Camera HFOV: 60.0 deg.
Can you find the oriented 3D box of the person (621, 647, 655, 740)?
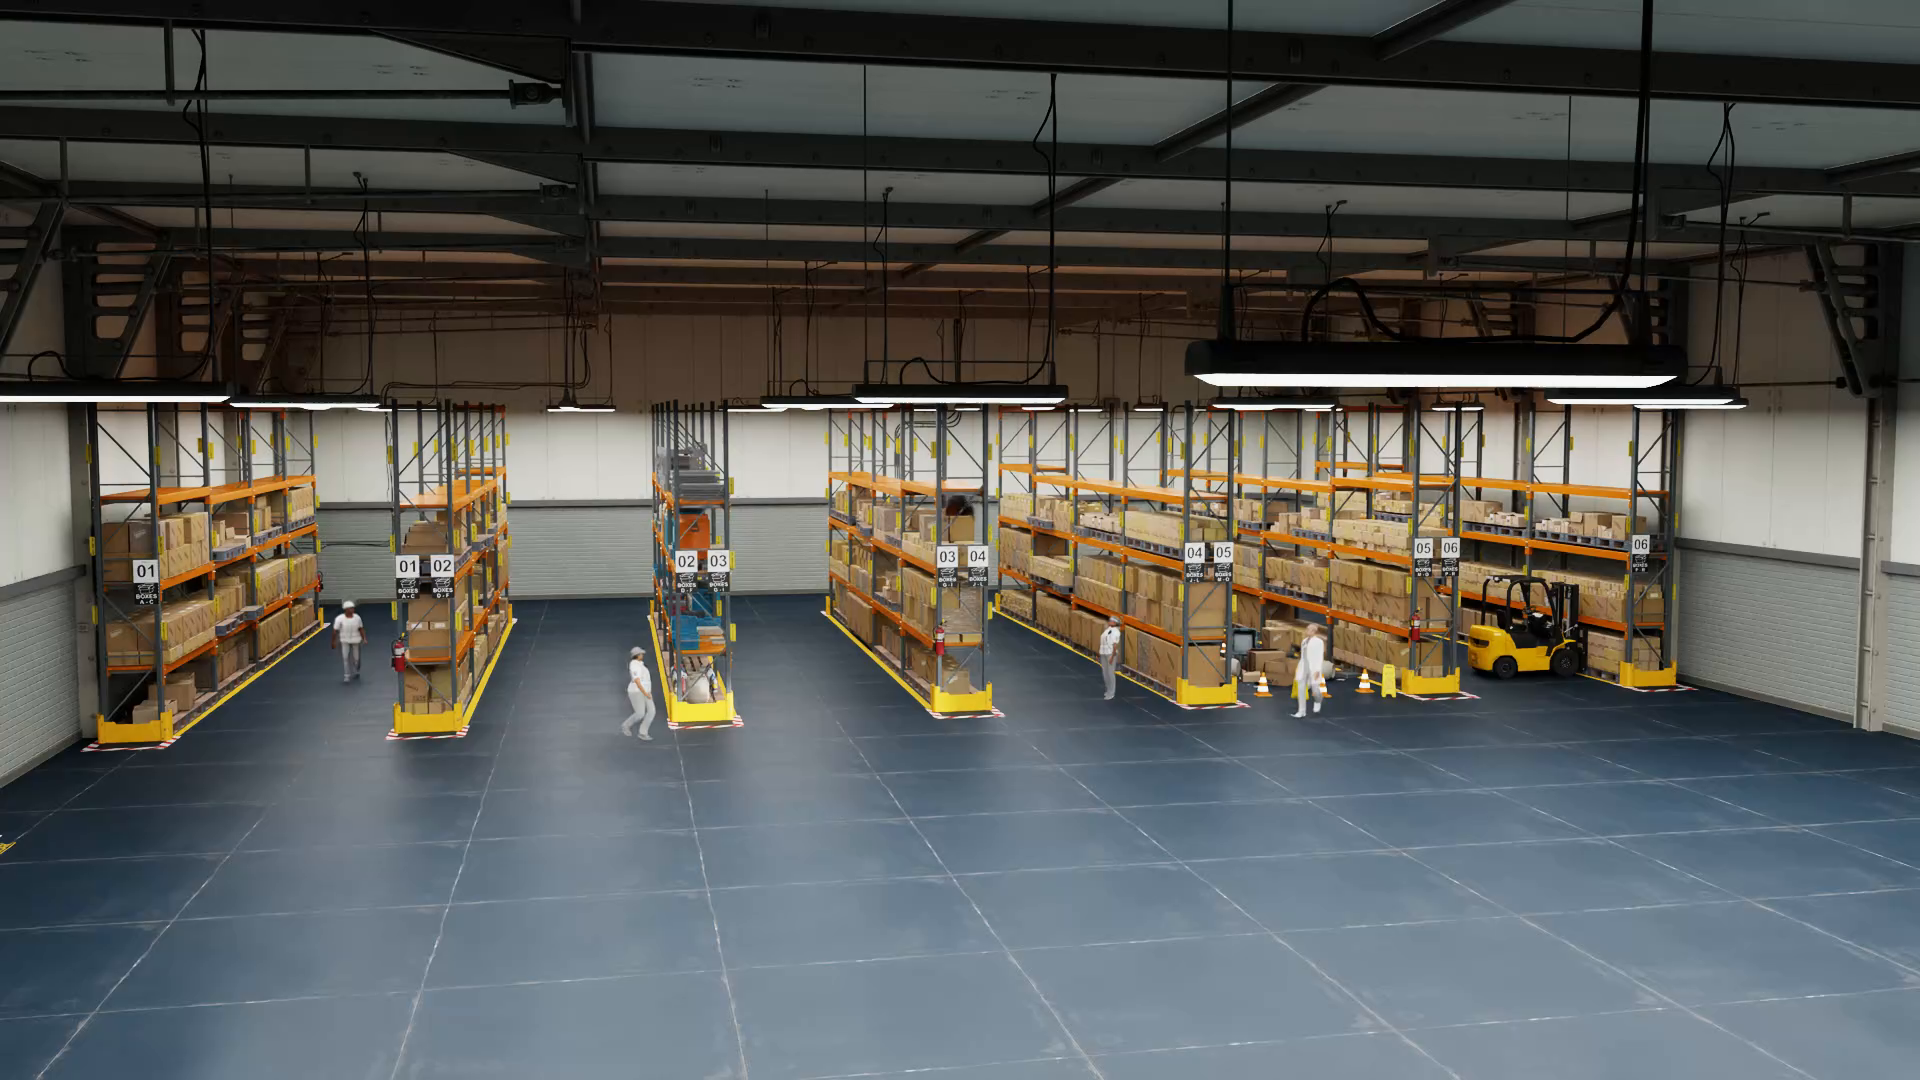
[{"bbox_3d":[-5.656,2.716,29.397,0.619,1.636,0.568,1,4,16],"label":"person"}]

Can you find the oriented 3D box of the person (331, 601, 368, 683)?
[{"bbox_3d":[-13.121,2.177,35.748,0.755,1.725,1.080,-1,4,-16],"label":"person"}]

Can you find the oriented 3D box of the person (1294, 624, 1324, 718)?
[{"bbox_3d":[6.659,2.461,31.525,0.539,1.749,0.885,2,5,27],"label":"person"}]

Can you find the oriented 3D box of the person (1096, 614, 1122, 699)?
[{"bbox_3d":[3.016,2.353,33.714,0.477,1.703,0.520,4,6,44],"label":"person"}]
